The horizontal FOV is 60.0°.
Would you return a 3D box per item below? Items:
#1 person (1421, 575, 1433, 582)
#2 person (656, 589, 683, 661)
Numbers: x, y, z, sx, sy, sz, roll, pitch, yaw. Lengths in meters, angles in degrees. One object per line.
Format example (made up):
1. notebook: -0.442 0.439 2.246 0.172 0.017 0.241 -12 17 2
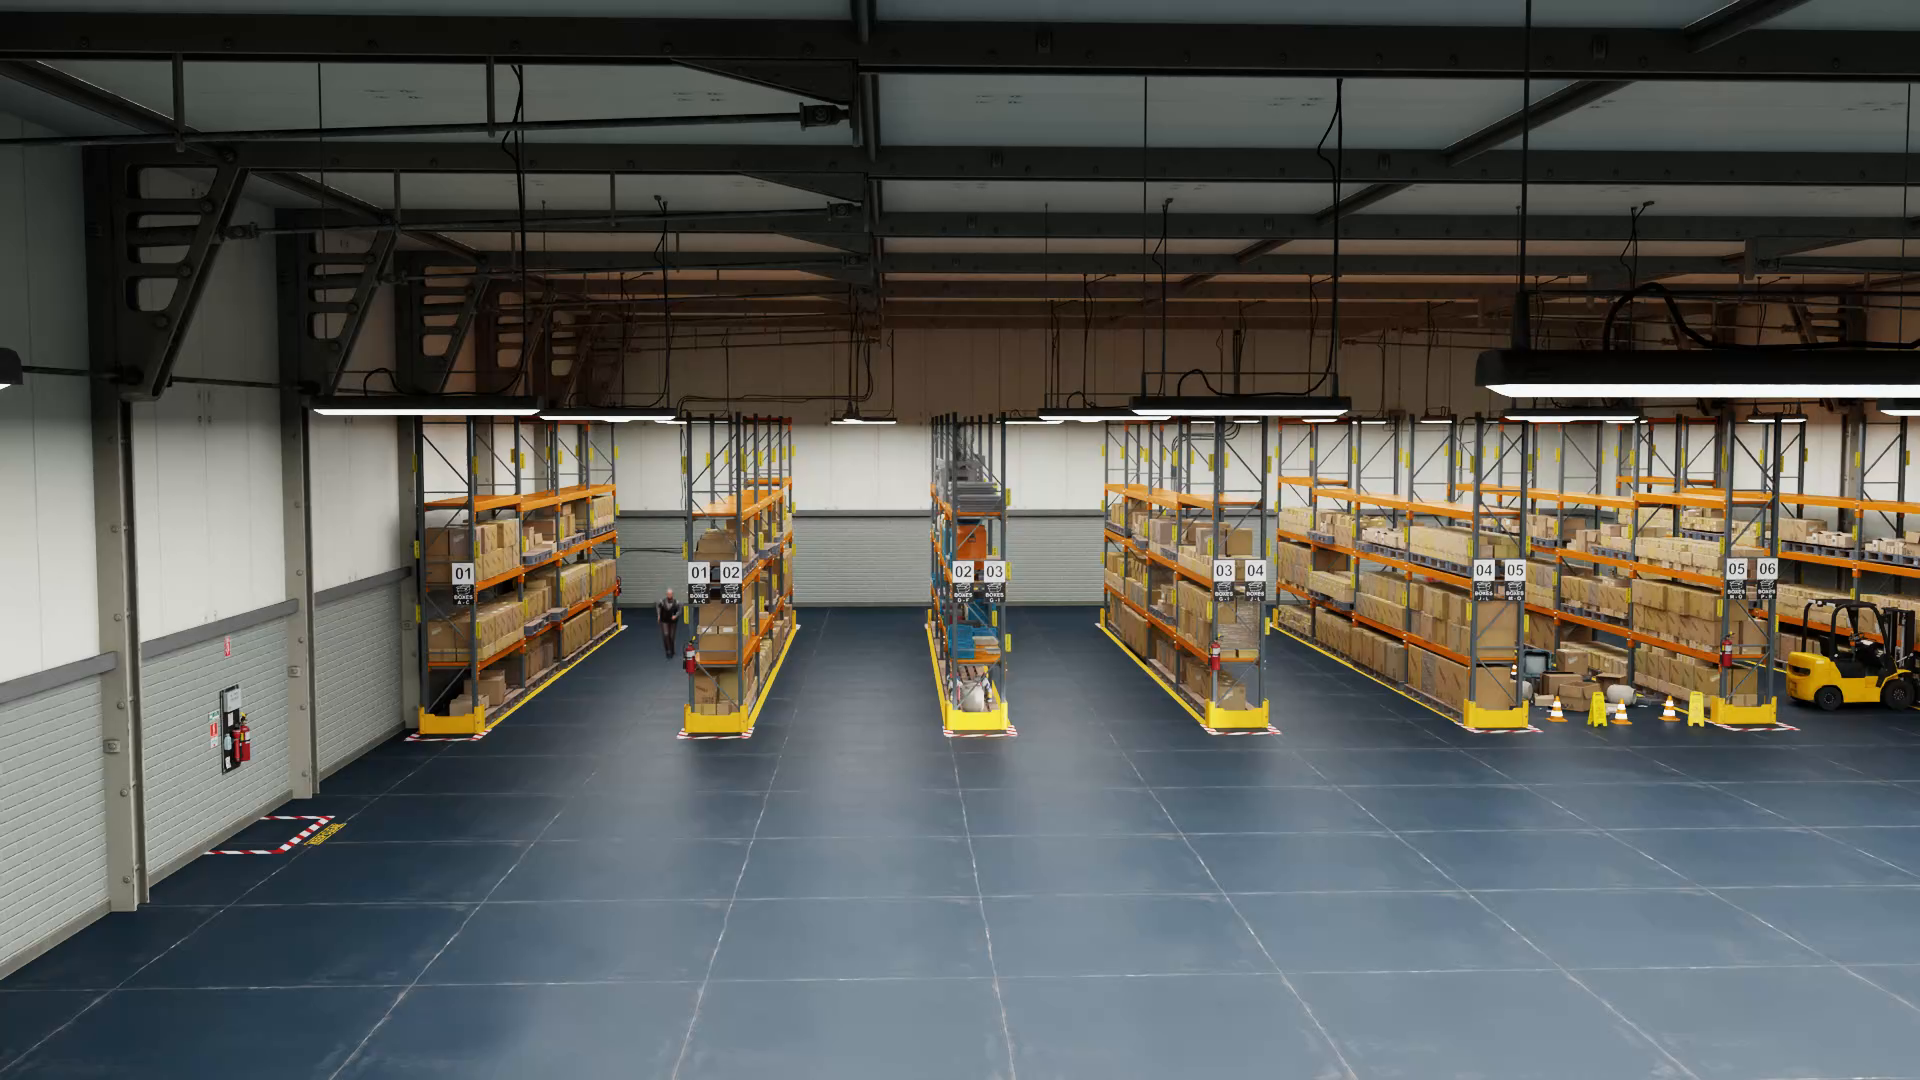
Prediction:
1. person: 13.741 1.544 49.000 0.741 1.787 0.632 -1 4 -8
2. person: -7.181 2.070 41.183 0.658 1.728 0.950 -1 4 -9
